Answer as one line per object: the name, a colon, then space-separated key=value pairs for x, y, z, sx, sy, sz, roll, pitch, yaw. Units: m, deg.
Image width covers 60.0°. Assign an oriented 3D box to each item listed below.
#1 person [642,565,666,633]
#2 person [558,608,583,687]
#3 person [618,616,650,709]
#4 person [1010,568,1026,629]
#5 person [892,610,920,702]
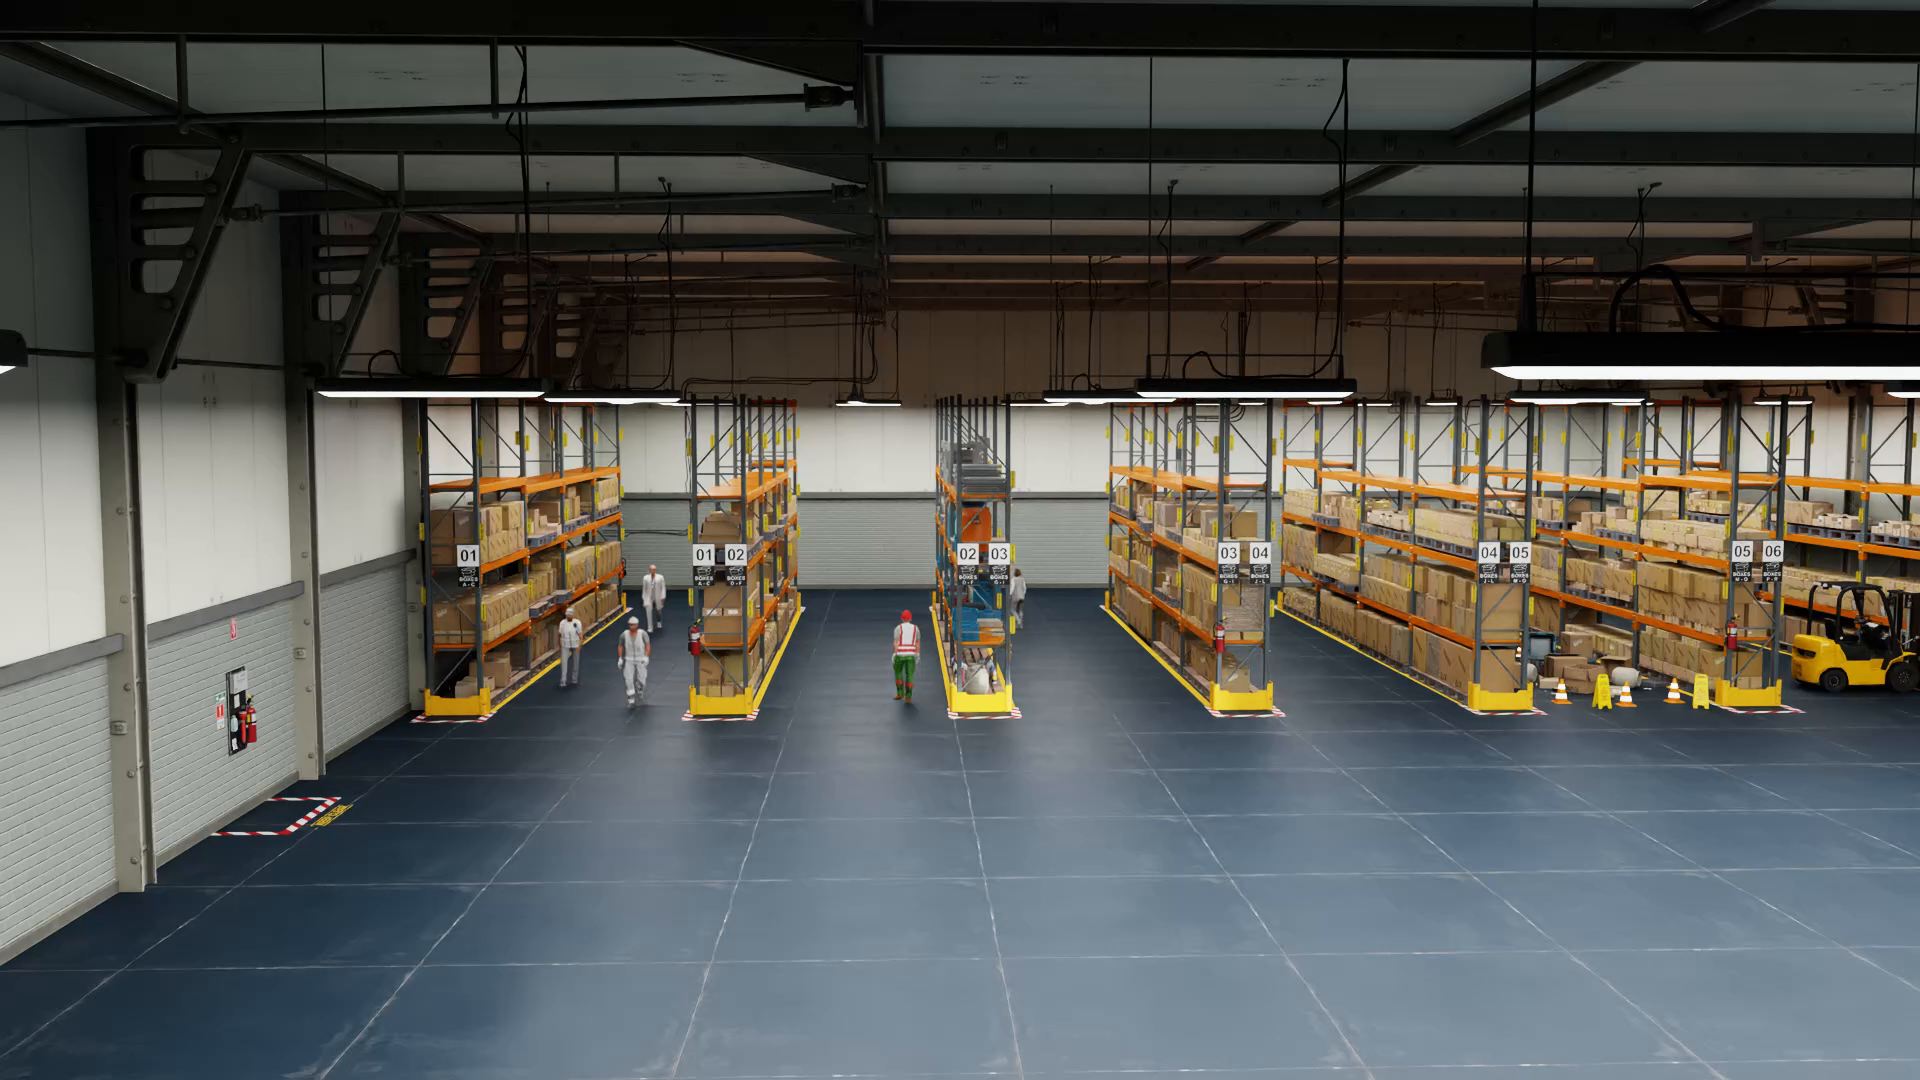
person: x=-7.853 y=1.493 z=42.680 sx=0.606 sy=1.728 sz=1.080 roll=0 pitch=5 yaw=-6
person: x=-8.032 y=2.200 z=34.269 sx=0.507 sy=1.606 sz=1.005 roll=-1 pitch=5 yaw=-16
person: x=-6.280 y=2.328 z=32.048 sx=0.620 sy=1.764 sz=0.701 roll=-1 pitch=5 yaw=-8
person: x=1.543 y=1.538 z=43.321 sx=0.491 sy=1.574 sz=0.532 roll=-2 pitch=5 yaw=-28
person: x=-1.052 y=2.280 z=32.547 sx=0.585 sy=1.808 sz=0.542 roll=-1 pitch=5 yaw=-11
